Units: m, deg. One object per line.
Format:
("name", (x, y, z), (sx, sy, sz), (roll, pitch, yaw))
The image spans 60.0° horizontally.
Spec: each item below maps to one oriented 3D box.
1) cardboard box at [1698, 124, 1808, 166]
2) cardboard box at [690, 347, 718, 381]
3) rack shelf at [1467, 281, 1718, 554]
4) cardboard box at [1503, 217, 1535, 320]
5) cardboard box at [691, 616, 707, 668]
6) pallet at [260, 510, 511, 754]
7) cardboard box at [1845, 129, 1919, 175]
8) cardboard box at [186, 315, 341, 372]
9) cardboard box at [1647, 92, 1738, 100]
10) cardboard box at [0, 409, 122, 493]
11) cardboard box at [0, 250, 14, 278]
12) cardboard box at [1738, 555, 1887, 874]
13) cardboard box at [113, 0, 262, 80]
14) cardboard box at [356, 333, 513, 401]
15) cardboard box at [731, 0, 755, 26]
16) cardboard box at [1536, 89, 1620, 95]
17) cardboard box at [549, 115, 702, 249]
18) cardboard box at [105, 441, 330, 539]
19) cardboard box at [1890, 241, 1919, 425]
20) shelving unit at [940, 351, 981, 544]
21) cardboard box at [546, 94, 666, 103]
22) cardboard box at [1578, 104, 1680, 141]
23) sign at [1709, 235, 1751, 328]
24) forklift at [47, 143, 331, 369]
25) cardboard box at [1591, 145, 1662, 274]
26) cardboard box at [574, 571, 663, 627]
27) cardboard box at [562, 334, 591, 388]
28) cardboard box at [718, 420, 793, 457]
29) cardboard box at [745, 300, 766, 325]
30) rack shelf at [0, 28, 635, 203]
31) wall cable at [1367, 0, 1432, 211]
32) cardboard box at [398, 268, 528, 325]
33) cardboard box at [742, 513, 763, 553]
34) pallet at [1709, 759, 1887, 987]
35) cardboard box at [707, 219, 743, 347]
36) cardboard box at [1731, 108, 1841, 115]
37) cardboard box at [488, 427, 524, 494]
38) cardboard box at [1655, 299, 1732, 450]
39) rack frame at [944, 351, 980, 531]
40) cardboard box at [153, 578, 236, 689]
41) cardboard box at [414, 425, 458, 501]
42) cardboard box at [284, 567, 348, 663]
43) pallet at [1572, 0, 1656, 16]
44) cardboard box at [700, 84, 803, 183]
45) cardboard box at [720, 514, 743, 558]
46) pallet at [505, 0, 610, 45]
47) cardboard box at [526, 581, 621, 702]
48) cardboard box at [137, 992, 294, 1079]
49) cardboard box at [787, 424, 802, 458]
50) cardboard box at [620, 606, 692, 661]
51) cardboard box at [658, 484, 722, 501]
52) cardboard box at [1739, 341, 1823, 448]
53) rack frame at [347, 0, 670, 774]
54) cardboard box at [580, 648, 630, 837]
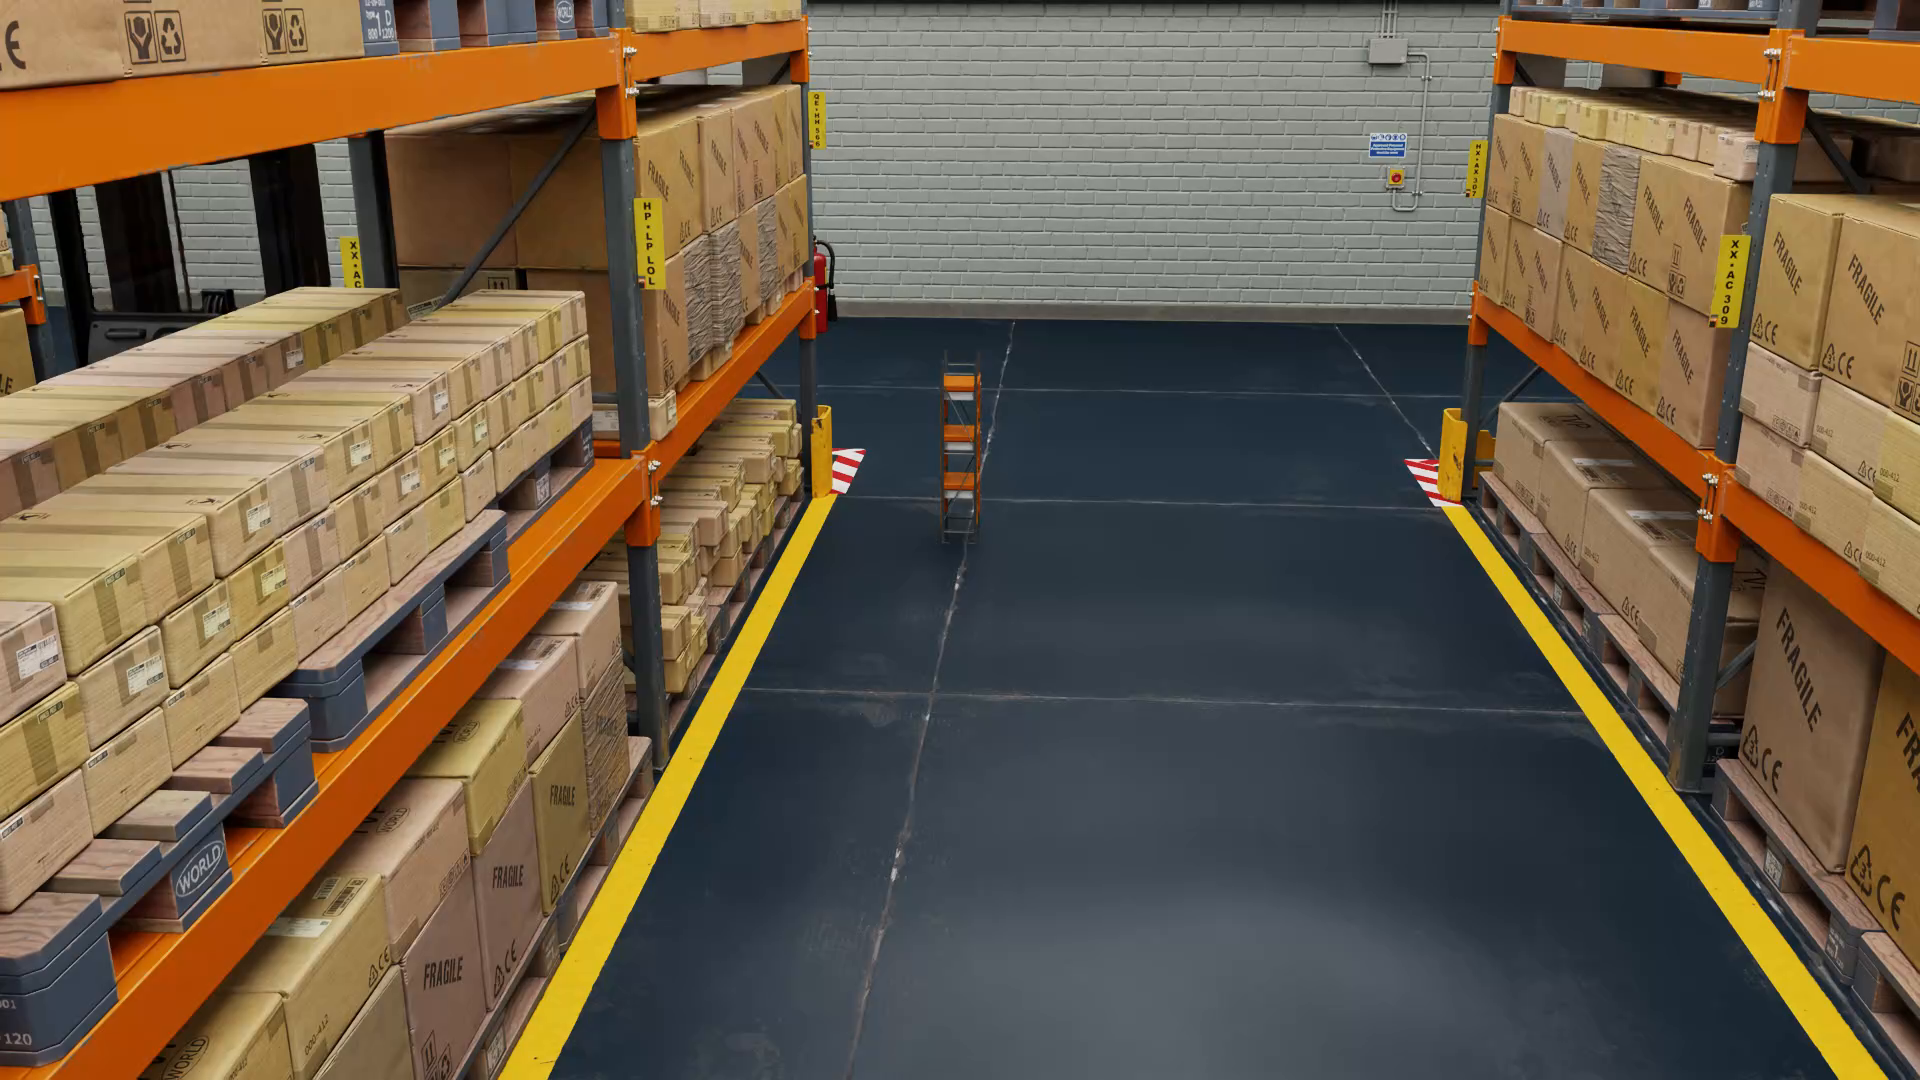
("cardboard box", (3.130, -1.541, 6.501), (0.380, 0.149, 0.250), (1, 18, 4))
("cardboard box", (-1.307, -0.818, 7.506), (0.380, 0.149, 0.250), (2, 18, 5))
("rack shelf", (3.414, -0.730, 7.989), (1.077, 0.370, 4.000), (1, 18, 4))
("cardboard box", (3.228, -1.440, 8.840), (0.500, 0.500, 0.500), (1, 18, 3))
("cardboard box", (-1.308, 0.437, 7.177), (0.380, 0.149, 0.250), (2, 18, 6))
("pallet", (-1.859, 0.188, 4.340), (1.003, 0.211, 1.213), (1, 18, 4))
("cardboard box", (3.555, -1.454, 6.234), (0.380, 0.149, 0.250), (2, 18, 5))
("cardboard box", (-2.196, -0.614, 5.254), (0.380, 0.149, 0.250), (1, 18, 4))
("cardboard box", (3.803, -2.247, 8.654), (0.380, 0.149, 0.250), (1, 18, 3))
("cardboard box", (-2.288, -0.214, 4.034), (0.380, 0.149, 0.250), (2, 18, 7))
("cardboard box", (-6.024, -1.677, 10.127), (0.380, 0.149, 0.250), (2, 18, 5))
("cardboard box", (3.306, 0.554, 5.654), (0.875, 0.875, 0.875), (2, 18, 6))
("cardboard box", (-1.625, -1.087, 2.946), (0.500, 0.500, 0.500), (1, 18, 4))
("cardboard box", (-1.565, -0.518, 4.962), (0.380, 0.149, 0.250), (1, 18, 4))
("cardboard box", (-1.252, -2.501, 7.663), (0.500, 0.250, 0.500), (2, 18, 6))
("cardboard box", (3.308, -2.337, 8.929), (0.380, 0.149, 0.250), (2, 18, 5))
("cardboard box", (-1.376, -1.490, 6.909), (0.500, 0.500, 0.500), (1, 18, 2))
("cardboard box", (-1.658, -0.116, 3.732), (0.380, 0.149, 0.250), (2, 18, 6))
("cardboard box", (2.905, -0.529, 4.453), (0.500, 0.500, 0.500), (1, 18, 3))
("shelving unit", (0.004, -0.516, 9.310), (0.215, 1.050, 0.252), (1, 18, 4))
("cardboard box", (-1.773, -1.985, 8.419), (0.500, 0.500, 0.500), (1, 18, 3))
("cardboard box", (3.103, -1.939, 7.716), (0.380, 0.149, 0.250), (1, 18, 3))
("sign", (2.717, -0.912, 5.870), (0.100, 0.325, 0.005), (1, 18, 4))
("forklift", (-3.326, -0.743, 6.984), (1.130, 2.935, 3.031), (2, 18, 5))
("cardboard box", (3.101, -1.442, 7.240), (0.500, 0.500, 0.500), (2, 18, 5))
("cardboard box", (-1.442, 0.240, 6.821), (0.380, 0.149, 0.250), (2, 18, 6))
("cardboard box", (-1.505, -0.623, 5.760), (0.380, 0.149, 0.250), (2, 18, 6))
("cardboard box", (-1.139, -0.570, 9.293), (0.380, 0.149, 0.250), (1, 18, 3))
("cardboard box", (-1.230, -1.230, 8.762), (0.380, 0.149, 0.250), (0, 18, 1))
("rack shelf", (-1.817, -0.992, 3.972), (1.077, 0.370, 4.000), (1, 18, 4))
("wall cable", (3.939, -3.943, 14.956), (0.585, 1.953, 0.123), (1, 18, 4))
("cardboard box", (-1.921, -0.875, 6.638), (0.500, 0.500, 0.500), (1, 18, 4))
("cardboard box", (-1.239, -0.045, 8.646), (0.380, 0.149, 0.250), (2, 18, 5))
("pallet", (3.291, 1.116, 5.679), (1.003, 0.211, 1.213), (1, 18, 4))
("cardboard box", (-1.286, -1.176, 7.558), (0.500, 0.500, 0.500), (1, 18, 3))
("cardboard box", (3.680, -1.846, 7.433), (0.380, 0.149, 0.250), (1, 18, 4))
("cardboard box", (-1.561, -0.246, 5.087), (0.380, 0.149, 0.250), (0, 18, 1))
("cardboard box", (3.049, -0.648, 6.423), (0.500, 0.500, 0.500), (1, 18, 4))
("rack frame", (0.013, -0.553, 9.426), (0.200, 1.050, 0.008), (1, 18, 4))
("cardboard box", (-1.692, 0.178, 3.314), (0.380, 0.149, 0.250), (1, 18, 2))
("cardboard box", (-1.596, -0.214, 4.510), (0.380, 0.149, 0.250), (1, 18, 4))
("cardboard box", (-1.654, 0.164, 3.834), (0.380, 0.149, 0.250), (2, 18, 6))
("pallet", (3.430, -2.466, 7.456), (1.003, 0.211, 1.213), (1, 18, 4))
("cardboard box", (-1.172, -2.288, 9.346), (0.500, 0.500, 0.500), (1, 18, 3))
("cardboard box", (-1.272, -0.024, 8.106), (0.380, 0.149, 0.250), (1, 18, 3))
("pallet", (-1.824, -1.677, 5.207), (1.213, 0.211, 1.003), (1, 18, 4))
("cardboard box", (-1.475, 0.339, 5.707), (0.500, 0.250, 0.500), (1, 18, 2))
("cardboard box", (-1.670, 1.136, 3.276), (0.500, 0.250, 0.500), (0, 18, 1))
("cardboard box", (-1.140, -0.588, 9.827), (0.380, 0.149, 0.250), (1, 18, 2))
("cardboard box", (-1.329, 0.379, 6.877), (0.380, 0.149, 0.250), (2, 18, 6))
("cardboard box", (-1.362, -0.169, 8.069), (0.380, 0.149, 0.250), (1, 18, 2))
("cardboard box", (2.958, -0.487, 5.529), (0.500, 0.250, 0.500), (1, 18, 2))
("rack frame", (-1.674, -0.530, 6.223), (1.000, 3.000, 0.127), (1, 18, 4))
("cardboard box", (-1.475, 0.694, 5.828), (0.500, 0.500, 0.500), (1, 18, 3))
